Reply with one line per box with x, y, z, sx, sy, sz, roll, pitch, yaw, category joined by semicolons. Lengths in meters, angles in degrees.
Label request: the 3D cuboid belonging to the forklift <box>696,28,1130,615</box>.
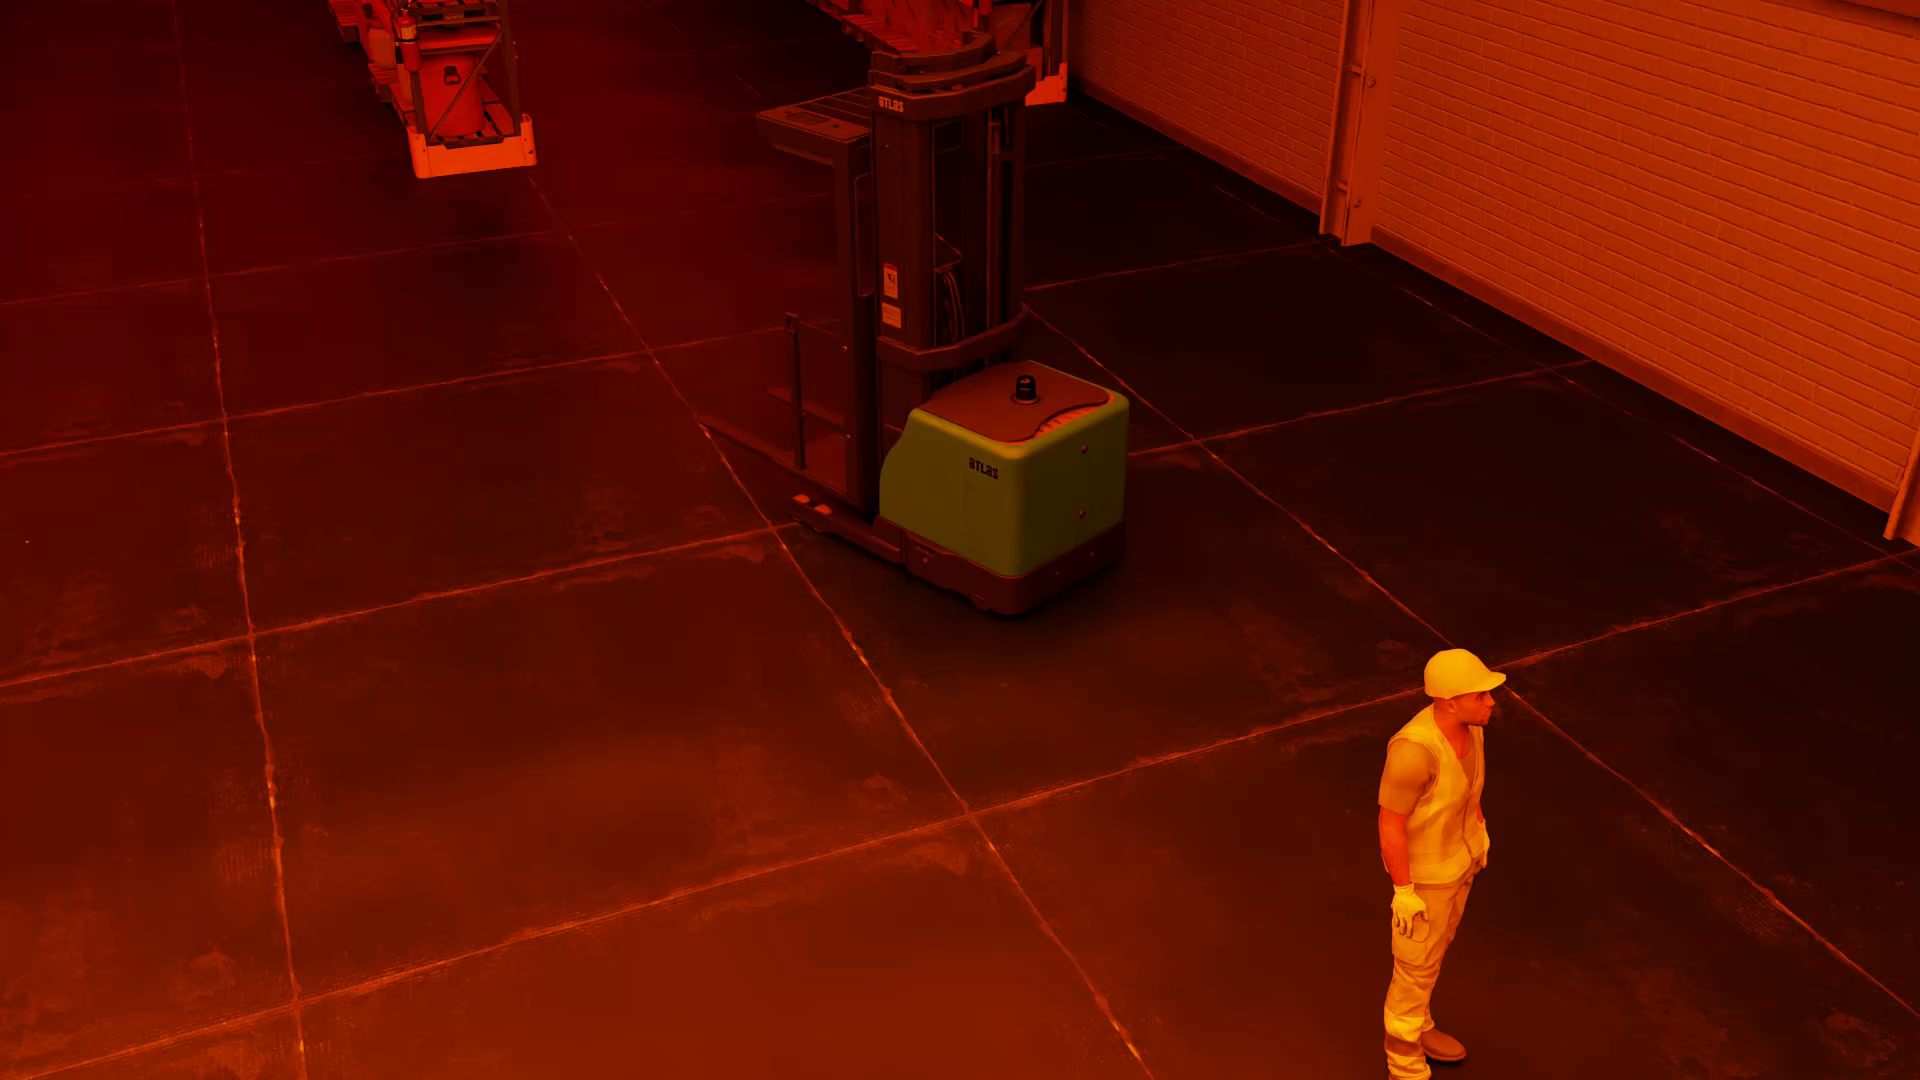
-0.436;-1.483;9.714;3.031;2.935;1.130;26;39;37;forklift

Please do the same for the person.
1.808;1.228;6.107;0.564;1.787;0.637;24;37;35;person
